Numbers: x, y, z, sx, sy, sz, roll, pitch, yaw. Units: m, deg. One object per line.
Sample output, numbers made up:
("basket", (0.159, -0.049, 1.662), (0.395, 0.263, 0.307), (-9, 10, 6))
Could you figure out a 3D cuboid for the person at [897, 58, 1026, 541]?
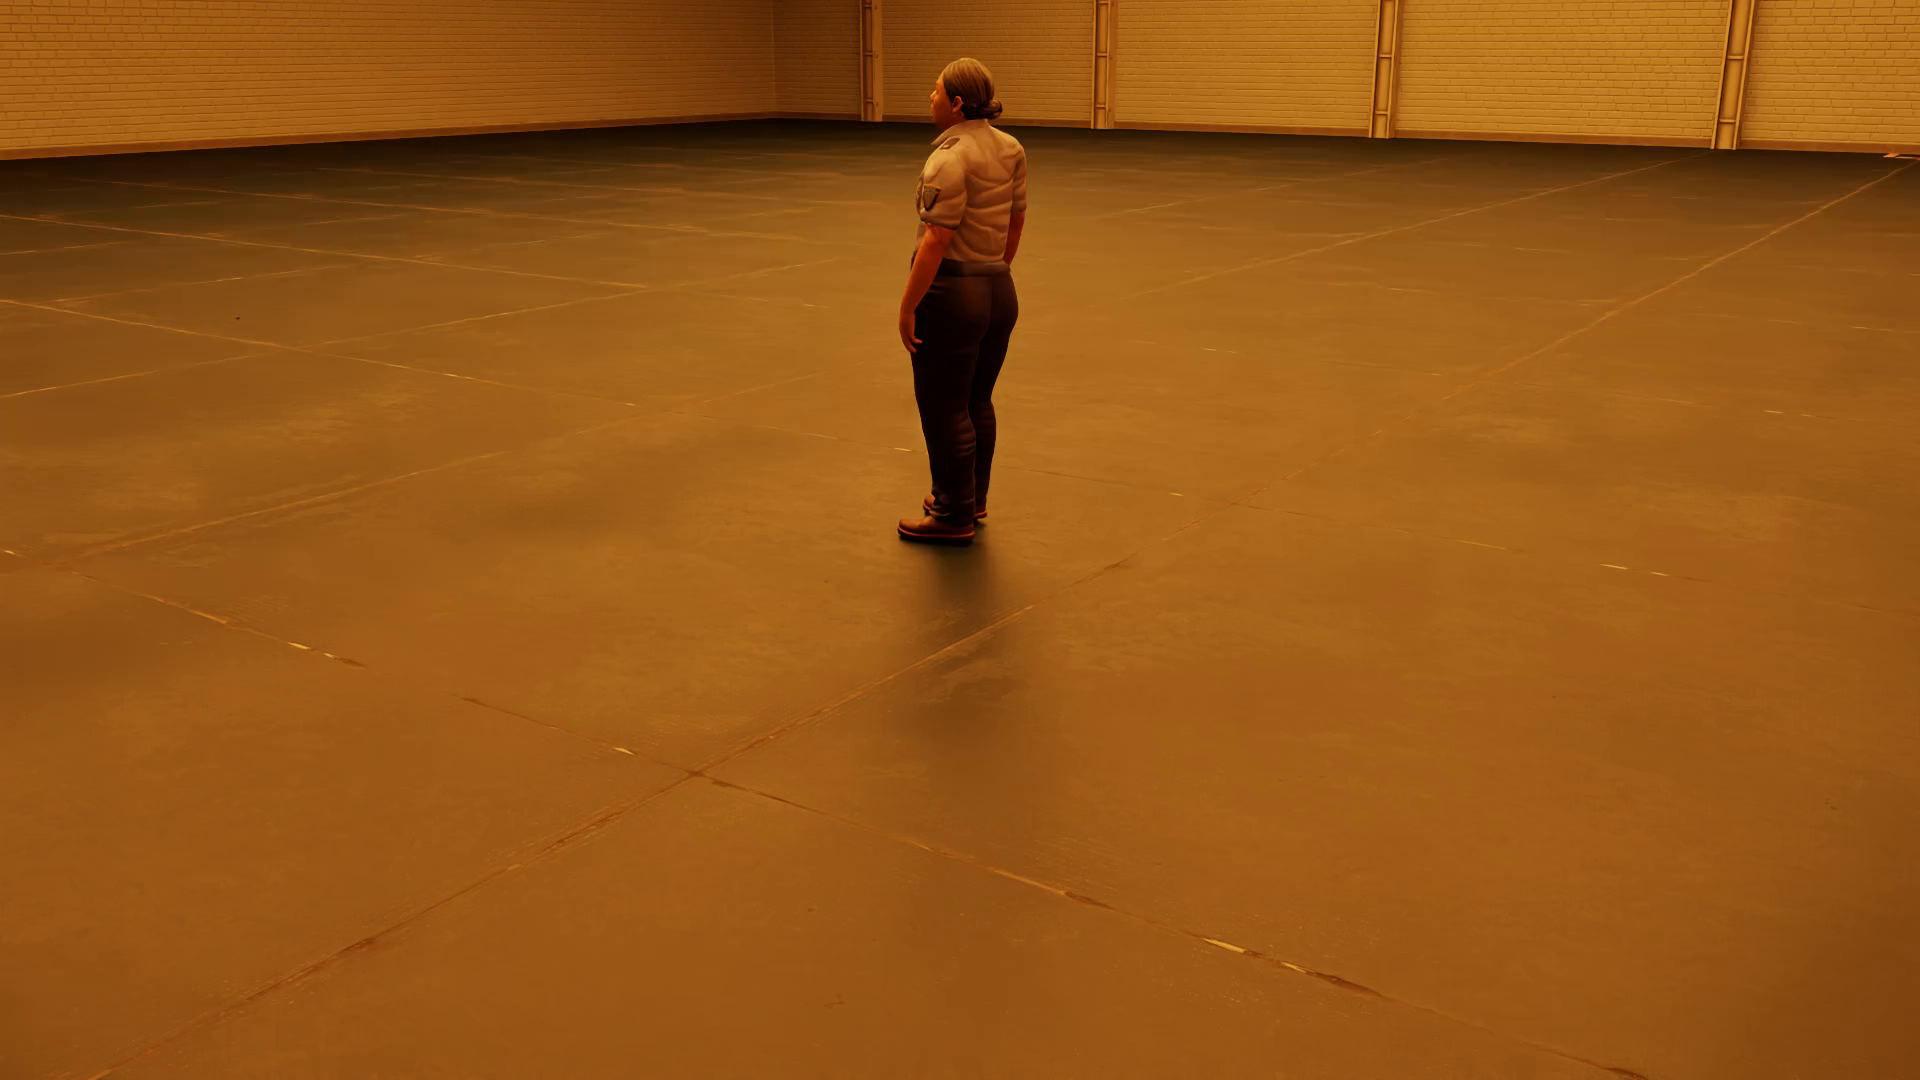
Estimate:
("person", (-0.061, -0.814, 5.778), (0.503, 1.643, 0.598), (11, 20, 33))
